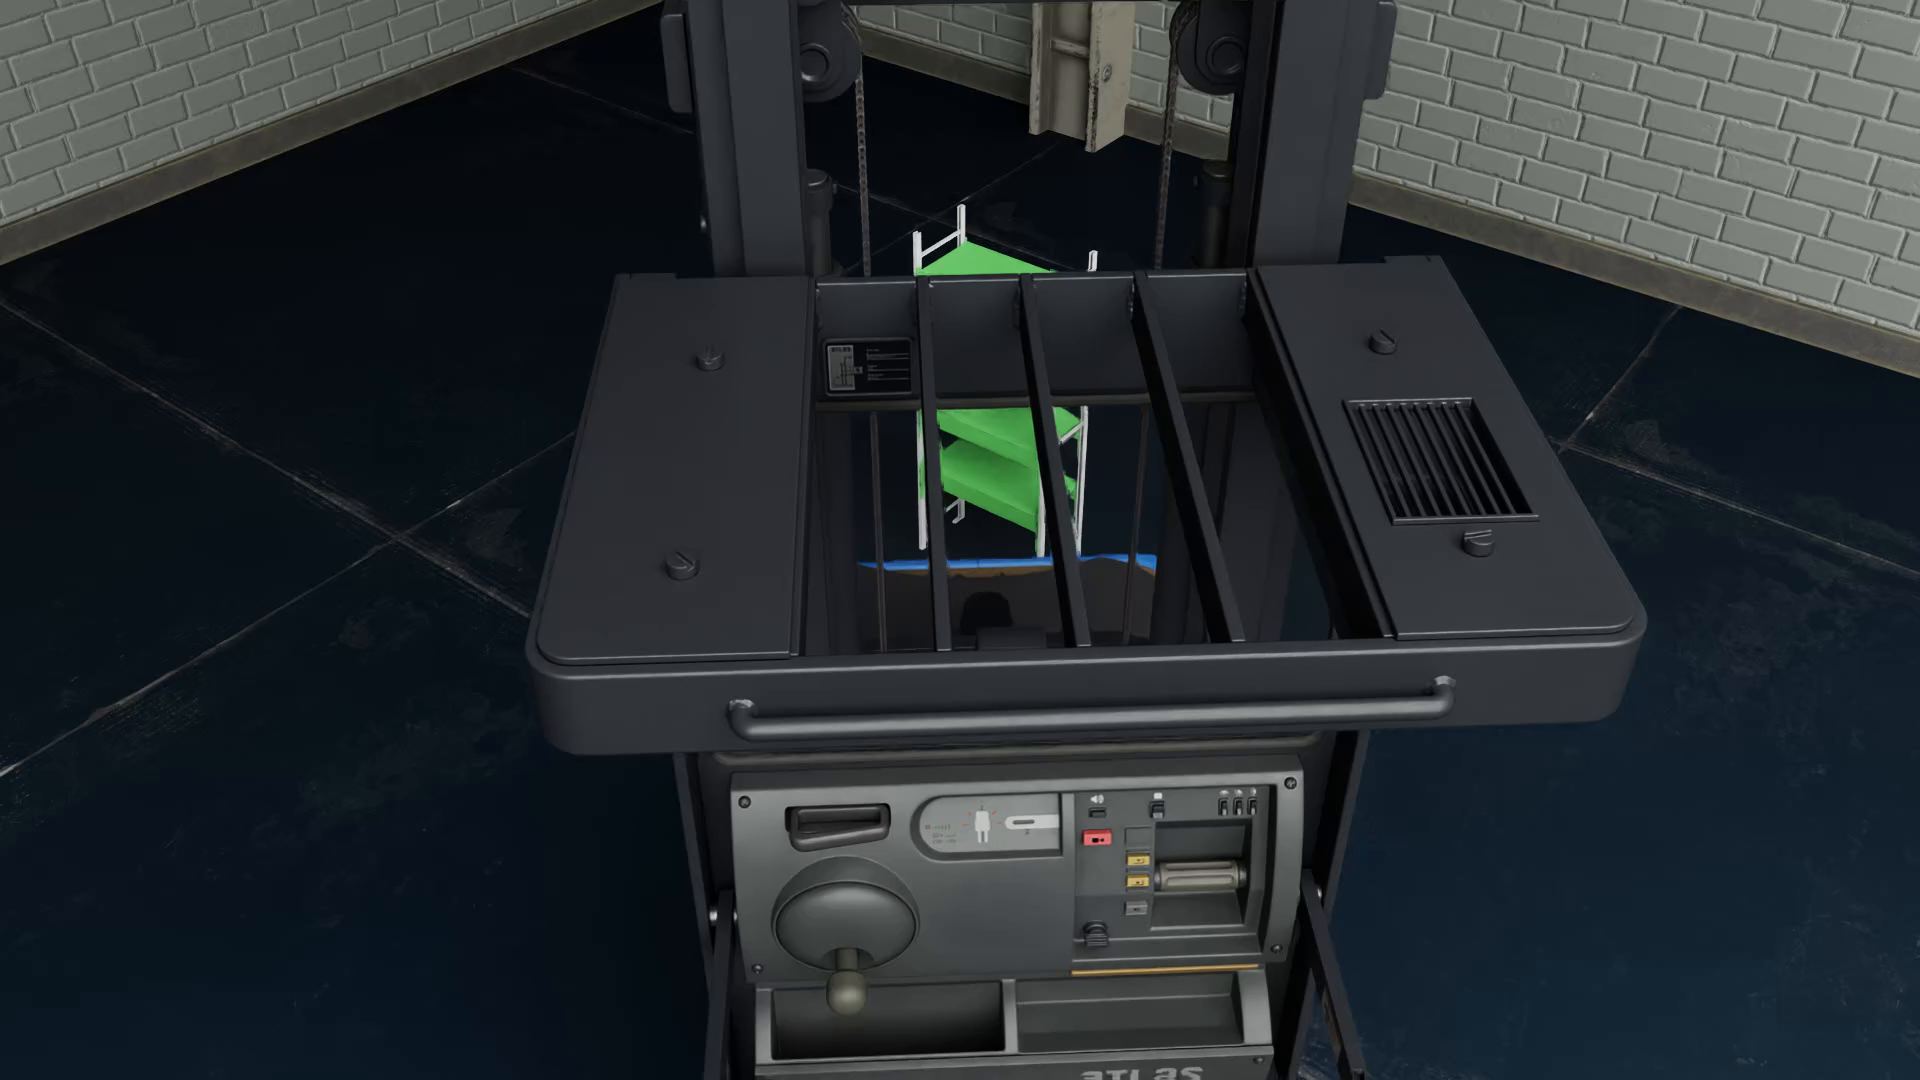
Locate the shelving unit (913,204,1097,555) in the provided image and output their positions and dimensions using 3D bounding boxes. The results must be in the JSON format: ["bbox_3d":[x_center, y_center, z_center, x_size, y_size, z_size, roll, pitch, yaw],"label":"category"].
[{"bbox_3d":[0.131,-0.410,5.301,0.503,1.200,0.258,25,45,29],"label":"shelving unit"}]

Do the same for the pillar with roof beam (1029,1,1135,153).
[{"bbox_3d":[-2.023,-3.489,2.907,0.400,9.000,9.100,25,45,29],"label":"pillar with roof beam"}]

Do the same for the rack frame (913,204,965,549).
[{"bbox_3d":[-0.062,-0.502,5.418,0.015,1.200,0.240,25,45,29],"label":"rack frame"}]

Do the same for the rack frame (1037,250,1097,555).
[{"bbox_3d":[0.325,-0.319,5.184,0.015,1.200,0.240,25,45,29],"label":"rack frame"}]

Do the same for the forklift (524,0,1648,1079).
[{"bbox_3d":[0.109,0.636,2.560,1.130,2.935,3.031,-2,38,-2],"label":"forklift"}]

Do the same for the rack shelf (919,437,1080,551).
[{"bbox_3d":[0.131,-0.171,5.488,0.480,0.148,0.258,25,45,29],"label":"rack shelf"}]

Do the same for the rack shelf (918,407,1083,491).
[{"bbox_3d":[0.131,-0.360,5.340,0.480,0.148,0.258,25,45,29],"label":"rack shelf"}]

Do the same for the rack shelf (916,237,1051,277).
[{"bbox_3d":[0.131,-0.738,5.044,0.480,0.148,0.258,25,45,29],"label":"rack shelf"}]
